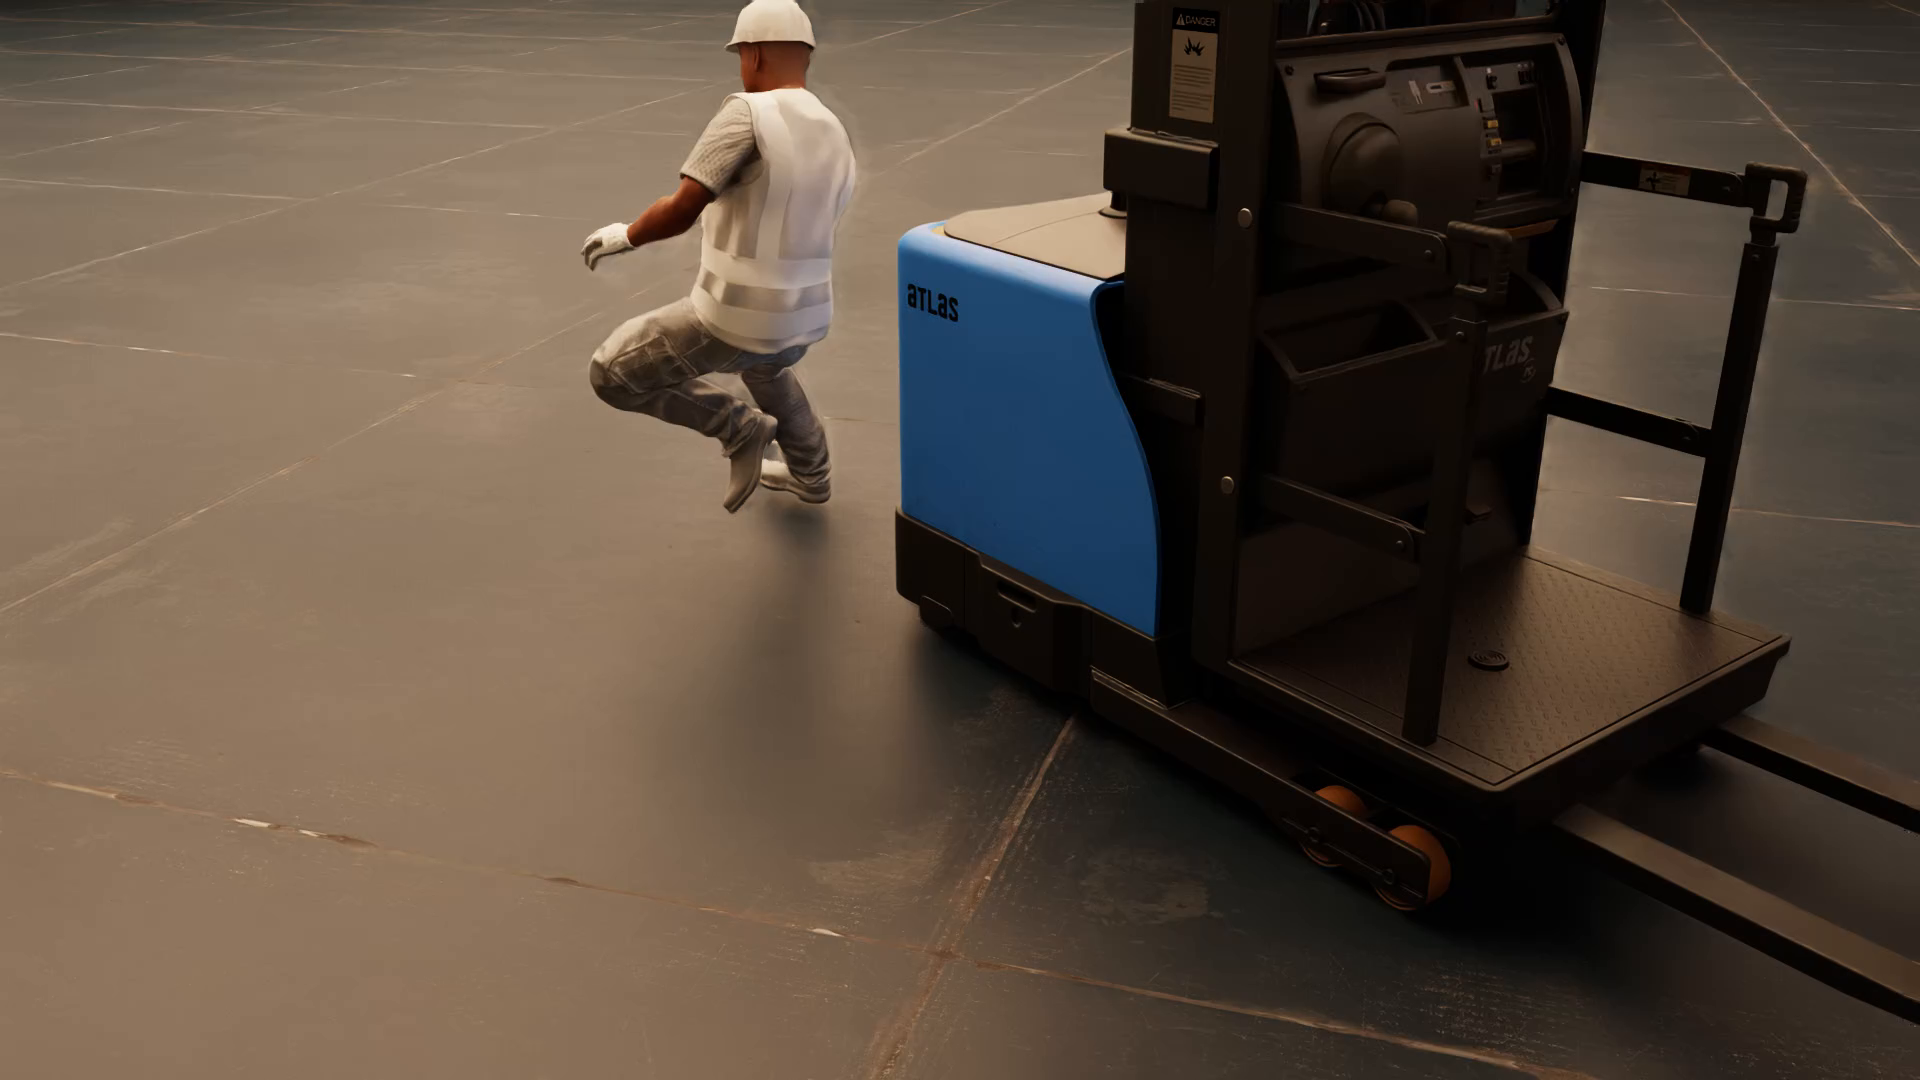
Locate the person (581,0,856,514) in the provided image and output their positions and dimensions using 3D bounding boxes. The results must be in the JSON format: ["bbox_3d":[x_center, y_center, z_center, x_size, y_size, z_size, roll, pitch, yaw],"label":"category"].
[{"bbox_3d":[-0.690,-0.753,4.800,0.826,1.570,0.850,14,26,31],"label":"person"}]

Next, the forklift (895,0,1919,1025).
[{"bbox_3d":[1.121,-0.828,3.285,1.130,2.935,3.031,-16,28,-34],"label":"forklift"}]
